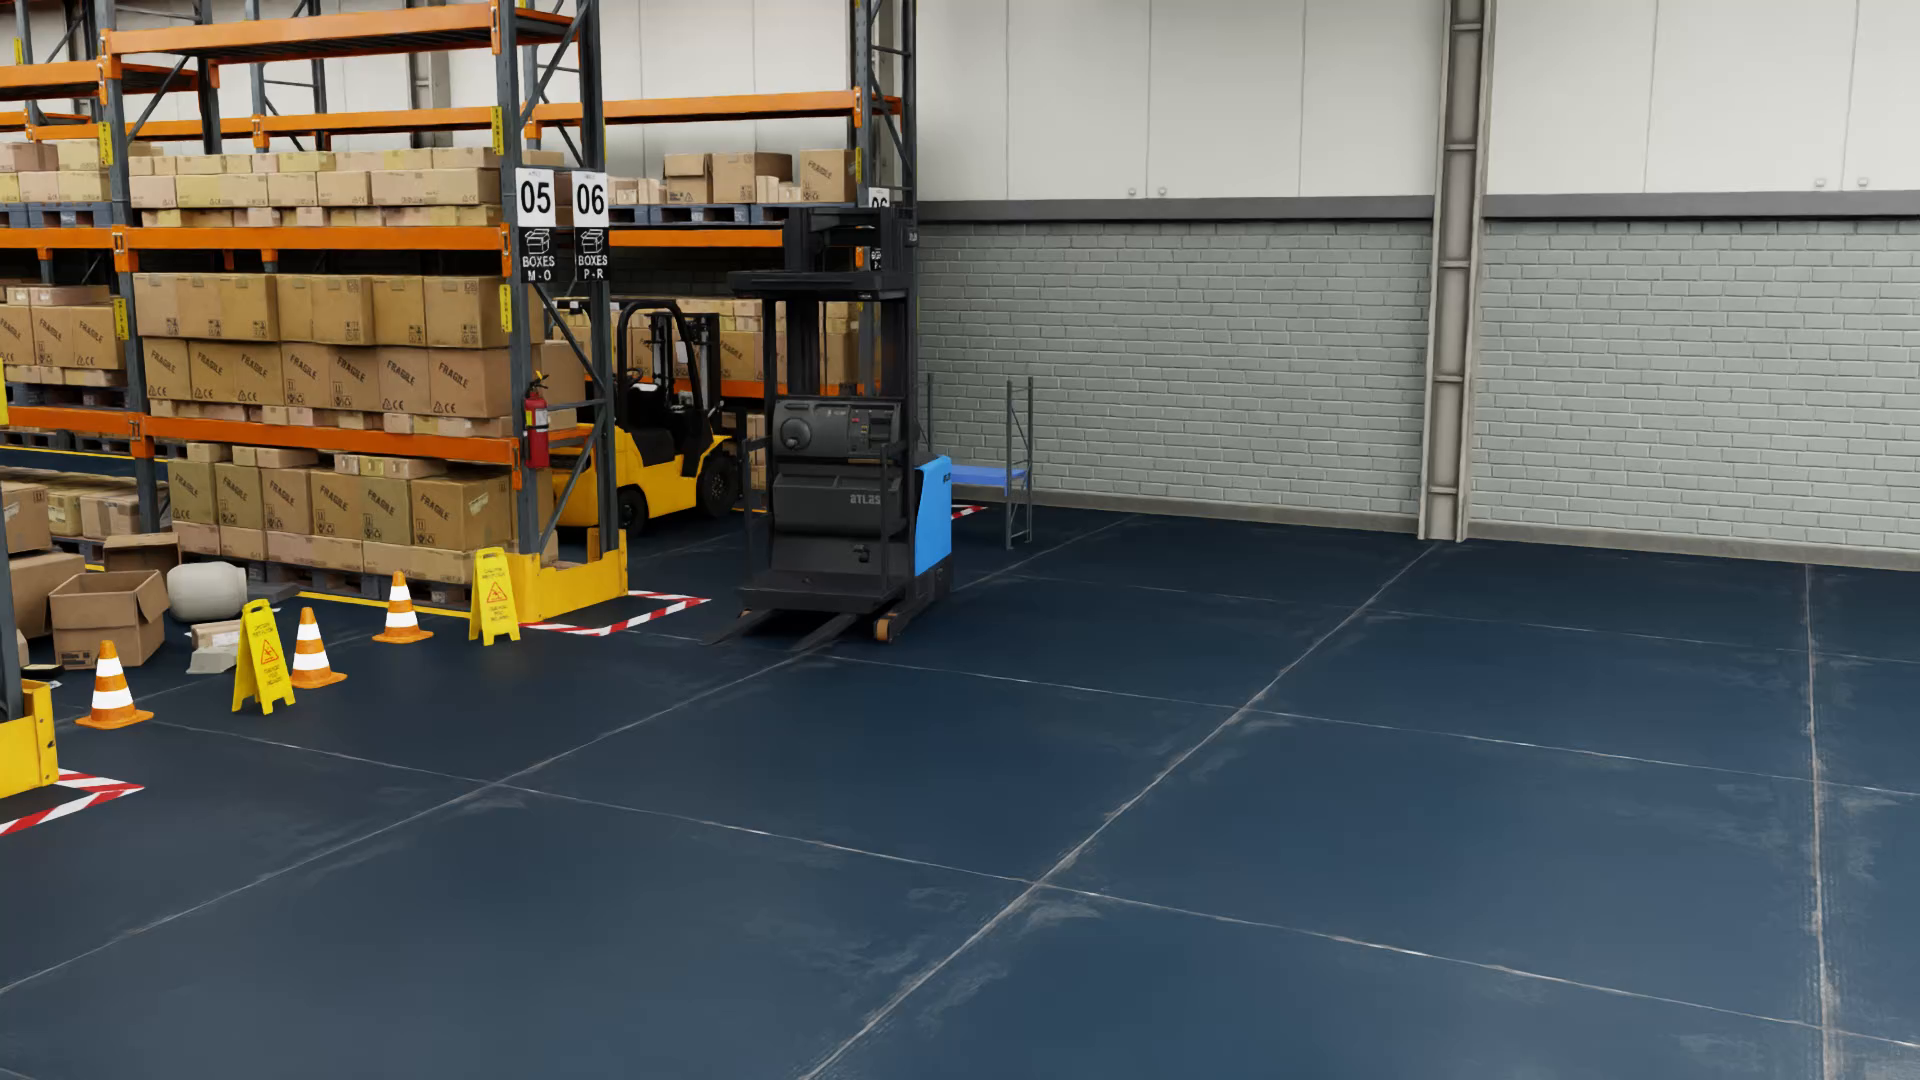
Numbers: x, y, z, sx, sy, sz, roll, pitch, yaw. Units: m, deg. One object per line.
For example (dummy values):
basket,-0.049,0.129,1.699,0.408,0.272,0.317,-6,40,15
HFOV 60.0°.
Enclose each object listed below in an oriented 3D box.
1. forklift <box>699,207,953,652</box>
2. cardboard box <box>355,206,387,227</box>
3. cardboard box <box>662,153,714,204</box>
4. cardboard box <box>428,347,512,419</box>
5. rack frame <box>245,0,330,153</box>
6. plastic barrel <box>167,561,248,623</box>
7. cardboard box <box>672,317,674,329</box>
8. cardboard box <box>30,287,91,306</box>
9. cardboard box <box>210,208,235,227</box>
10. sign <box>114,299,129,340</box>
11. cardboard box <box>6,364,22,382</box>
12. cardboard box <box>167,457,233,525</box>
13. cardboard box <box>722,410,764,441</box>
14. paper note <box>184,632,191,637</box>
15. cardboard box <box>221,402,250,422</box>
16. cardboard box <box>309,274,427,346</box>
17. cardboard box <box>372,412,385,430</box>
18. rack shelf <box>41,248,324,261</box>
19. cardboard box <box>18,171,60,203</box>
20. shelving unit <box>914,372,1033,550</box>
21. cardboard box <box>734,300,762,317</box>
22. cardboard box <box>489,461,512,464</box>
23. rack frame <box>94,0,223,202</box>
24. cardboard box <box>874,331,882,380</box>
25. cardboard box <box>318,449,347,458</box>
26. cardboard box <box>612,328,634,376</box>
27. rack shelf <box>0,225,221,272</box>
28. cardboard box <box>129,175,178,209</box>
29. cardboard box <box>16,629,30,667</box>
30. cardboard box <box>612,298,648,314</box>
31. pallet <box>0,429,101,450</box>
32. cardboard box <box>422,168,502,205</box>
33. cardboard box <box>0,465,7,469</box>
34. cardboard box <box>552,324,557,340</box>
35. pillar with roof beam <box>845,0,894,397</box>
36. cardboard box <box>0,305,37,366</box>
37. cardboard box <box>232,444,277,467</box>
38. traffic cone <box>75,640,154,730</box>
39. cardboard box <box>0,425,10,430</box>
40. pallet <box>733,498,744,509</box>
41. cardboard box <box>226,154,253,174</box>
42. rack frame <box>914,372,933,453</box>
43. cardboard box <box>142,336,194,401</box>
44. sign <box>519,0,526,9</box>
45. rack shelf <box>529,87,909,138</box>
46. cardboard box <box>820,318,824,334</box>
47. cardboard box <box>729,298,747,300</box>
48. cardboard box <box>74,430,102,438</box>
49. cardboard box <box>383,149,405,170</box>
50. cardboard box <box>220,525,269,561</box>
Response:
forklift,-0.921,-0.817,11.514,1.130,2.935,3.031,3,11,14
cardboard box,-4.246,-2.394,12.320,0.250,0.149,0.380,5,11,25
cardboard box,-2.593,-3.696,17.055,0.637,0.503,0.797,5,12,28
cardboard box,-3.508,-1.170,12.153,0.500,0.500,0.500,5,11,25
rack frame,-7.880,-5.351,19.526,0.127,3.000,1.000,5,11,26
plastic barrel,-5.421,0.372,11.988,0.512,0.421,0.421,-4,11,-23
cardboard box,-2.988,-2.279,17.299,0.250,0.149,0.380,5,11,24
cardboard box,-7.624,-2.064,14.097,0.250,0.149,0.380,5,11,24
cardboard box,-5.627,-2.522,13.023,0.250,0.149,0.380,5,12,28
sign,-6.728,-1.771,13.343,0.005,0.325,0.100,5,11,26
cardboard box,-7.978,-1.453,14.360,0.250,0.149,0.380,5,11,26
cardboard box,-6.076,-0.423,13.583,0.500,0.500,0.500,6,12,29
cardboard box,-2.174,-1.178,17.049,0.500,0.250,0.500,5,11,27
paper note,-5.323,0.644,11.618,0.148,0.019,0.142,-10,14,-43
cardboard box,-5.638,-1.038,13.248,0.250,0.149,0.380,5,12,28
cardboard box,-4.407,-1.733,12.459,0.500,0.500,0.700,5,11,25
cardboard box,-4.237,-0.931,12.656,0.250,0.149,0.380,5,11,27
rack shelf,-9.674,-3.678,20.728,4.000,0.370,1.077,5,11,26
cardboard box,-7.526,-2.963,13.997,0.500,0.250,0.500,5,11,27
shelving unit,0.076,-0.731,15.059,1.048,1.500,0.538,5,11,26
cardboard box,-2.075,-2.343,16.814,0.250,0.149,0.380,5,12,27
cardboard box,-4.766,-1.161,18.710,0.625,0.625,0.875,6,12,28
rack frame,-6.486,-4.242,13.403,0.127,3.000,1.000,5,11,26
cardboard box,-1.027,-1.901,17.029,0.500,0.500,0.500,5,12,28
cardboard box,-5.380,-0.469,13.837,0.500,0.500,0.500,5,12,27
cardboard box,-3.536,-2.018,17.674,0.500,0.500,0.500,5,12,27
rack shelf,-8.280,-2.570,14.605,4.000,0.370,1.077,5,11,26
cardboard box,-6.213,-2.761,13.224,0.500,0.250,0.500,5,11,25
cardboard box,-6.229,0.695,10.646,0.258,0.266,0.396,7,13,36
cardboard box,-3.446,-2.464,17.485,0.250,0.149,0.380,5,12,27
pallet,-12.083,-1.396,22.351,1.213,0.211,1.003,5,11,26
cardboard box,-3.477,-2.521,11.900,0.500,0.250,0.500,5,11,25
cardboard box,-9.571,-0.473,15.621,0.625,0.372,0.950,4,11,22
cardboard box,-4.635,-2.337,18.735,0.500,0.250,0.500,5,11,25
pillar with roof beam,-2.836,-4.232,13.343,0.400,9.000,9.100,5,11,26
cardboard box,-7.907,-1.773,14.308,0.500,0.500,0.500,5,12,28
cardboard box,-5.529,-0.683,13.196,0.250,0.149,0.380,6,12,28
traffic cone,-4.846,0.803,9.494,0.334,0.463,0.336,5,11,26
cardboard box,-12.868,-1.787,22.521,0.500,0.500,0.700,5,11,24
pallet,-2.500,-0.546,17.654,1.213,0.211,1.003,5,11,26
cardboard box,-5.400,-2.884,12.785,0.250,0.149,0.380,5,11,24
rack frame,-0.379,-0.771,15.281,0.032,1.500,0.500,5,11,26
cardboard box,-6.215,-1.407,13.464,0.500,0.500,0.500,5,11,26
sign,-4.522,-5.446,17.211,0.005,0.325,0.100,5,11,26
rack shelf,-2.500,-4.327,17.014,4.000,0.370,1.077,5,11,26
cardboard box,-1.383,-2.135,16.500,0.250,0.149,0.380,5,12,27
cardboard box,-2.287,-2.470,17.518,0.250,0.149,0.380,5,11,26
cardboard box,-11.133,-1.616,21.578,0.500,0.500,0.500,6,12,28
cardboard box,-3.989,-2.771,12.164,0.250,0.149,0.380,5,11,26
cardboard box,-5.593,-0.014,13.427,0.500,0.250,0.500,6,12,29
